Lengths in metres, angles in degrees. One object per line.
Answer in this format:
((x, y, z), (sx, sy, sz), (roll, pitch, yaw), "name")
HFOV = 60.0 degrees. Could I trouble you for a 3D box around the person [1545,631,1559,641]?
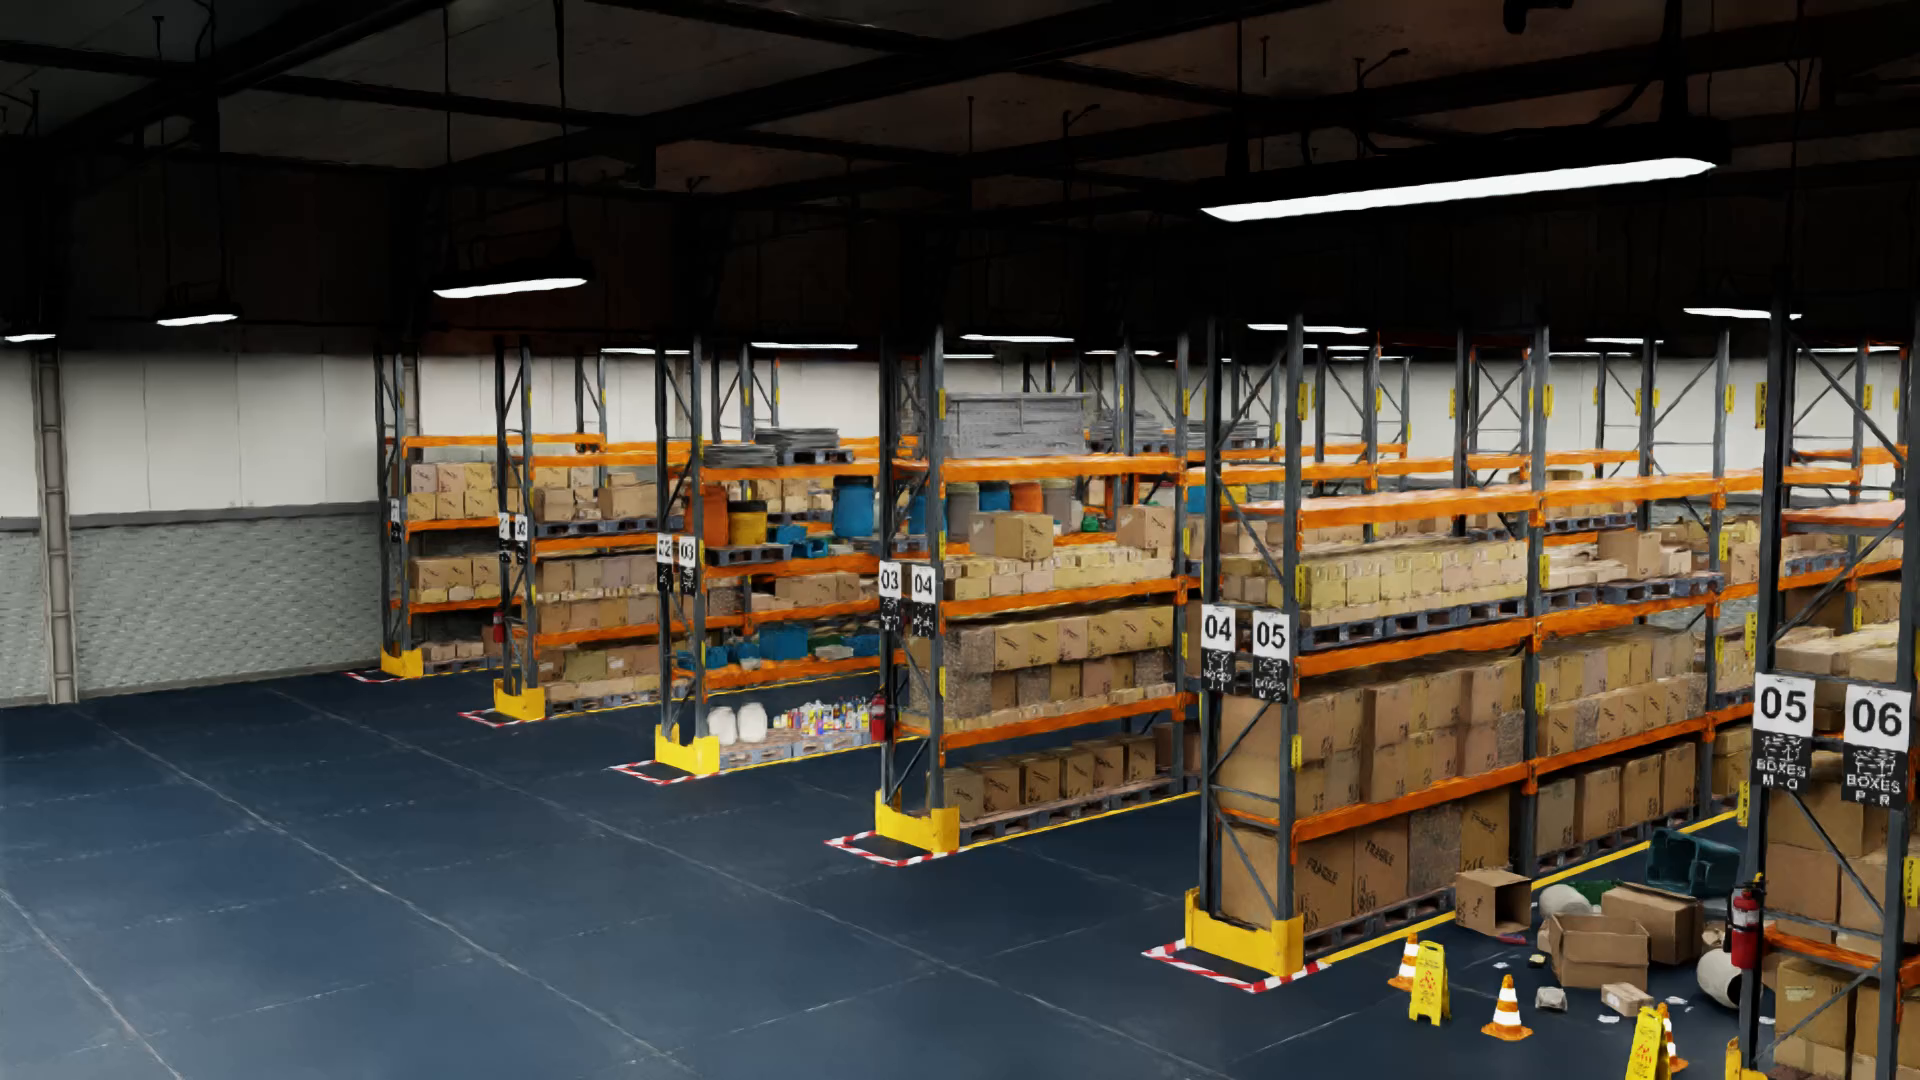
((8.602, 2.137, 24.070), (1.040, 1.669, 0.556), (-5, 7, -42), "person")
